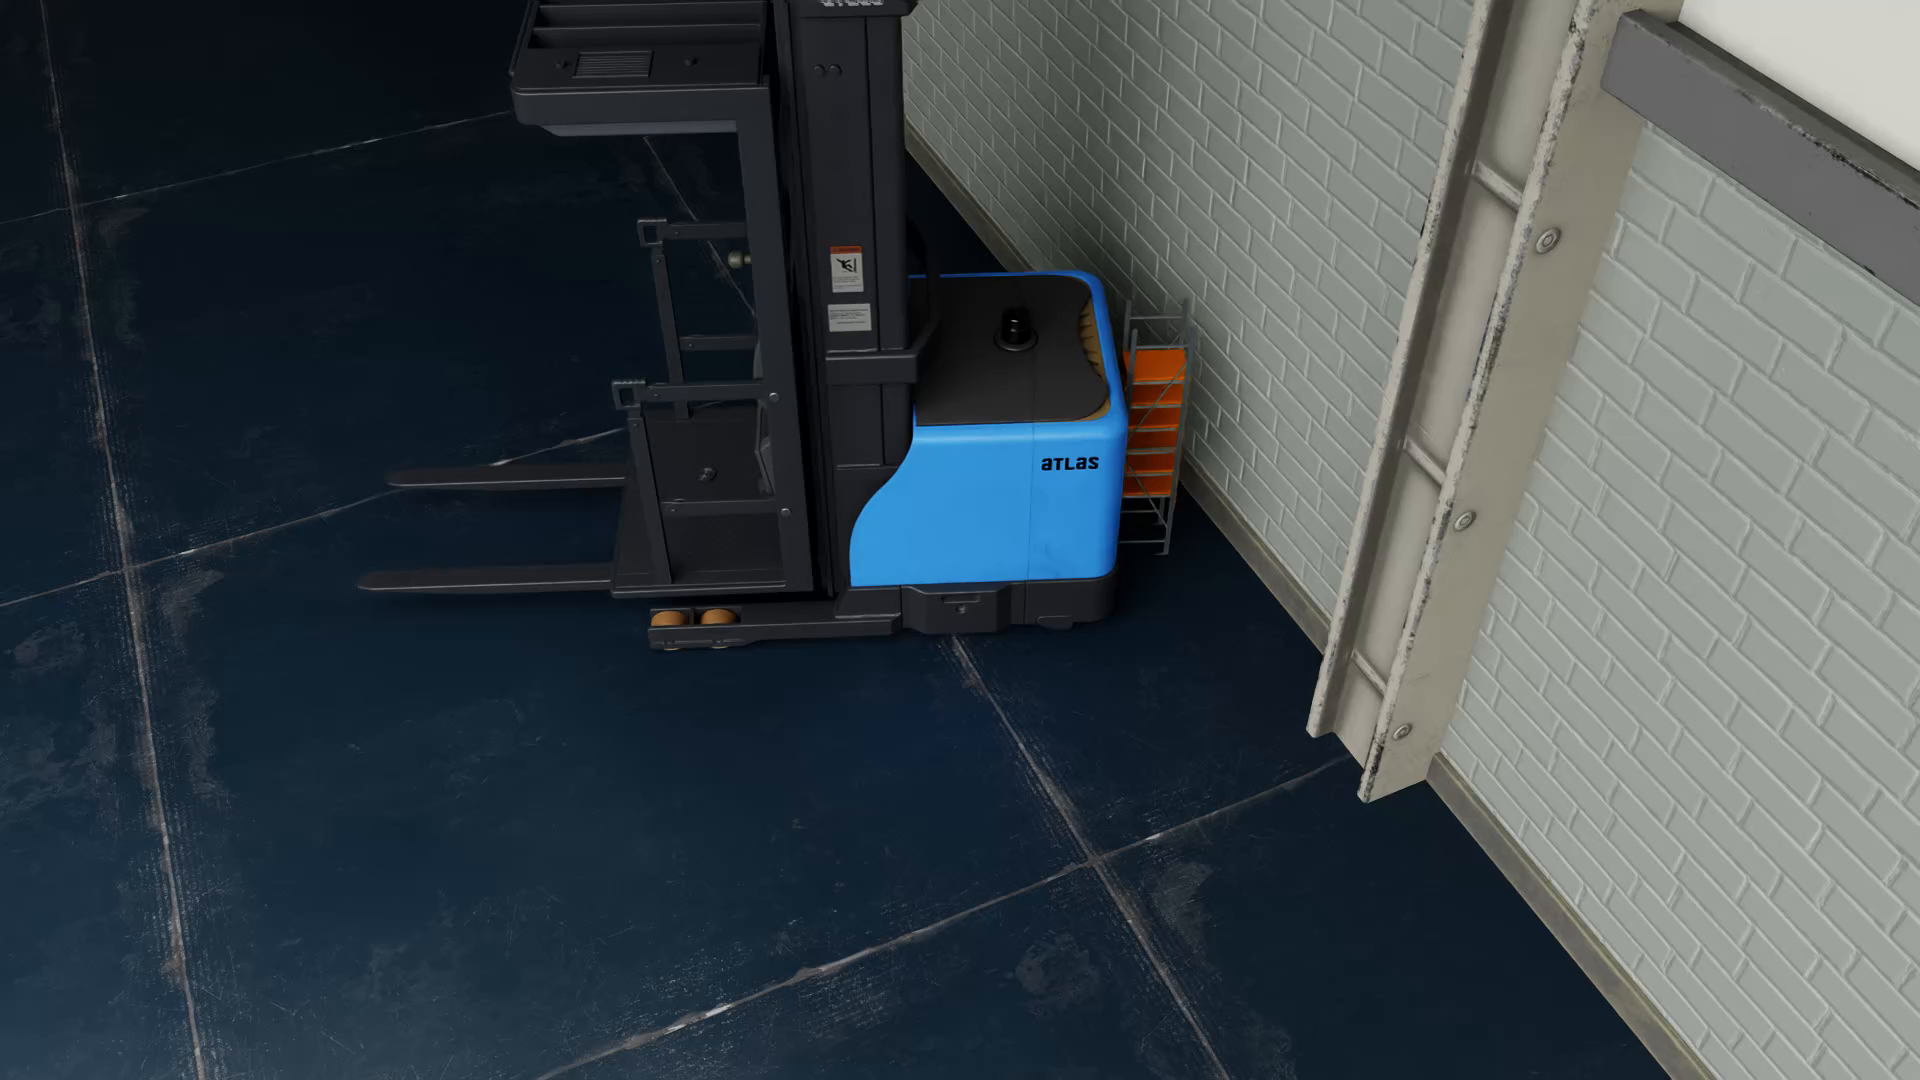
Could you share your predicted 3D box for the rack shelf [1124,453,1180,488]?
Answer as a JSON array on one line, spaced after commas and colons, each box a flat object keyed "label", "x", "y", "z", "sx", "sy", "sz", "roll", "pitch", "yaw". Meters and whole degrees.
[{"label": "rack shelf", "x": 0.759, "y": -0.309, "z": 6.812, "sx": 0.258, "sy": 0.103, "sz": 0.180, "roll": -2, "pitch": 45, "yaw": -2}]

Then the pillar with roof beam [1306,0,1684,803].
[{"label": "pillar with roof beam", "x": -2.357, "y": -1.130, "z": 1.858, "sx": 9.100, "sy": 9.000, "sz": 0.400, "roll": -18, "pitch": 47, "yaw": -17}]

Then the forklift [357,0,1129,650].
[{"label": "forklift", "x": -0.902, "y": -0.984, "z": 6.029, "sx": 3.031, "sy": 2.935, "sz": 1.130, "roll": -2, "pitch": 45, "yaw": -2}]

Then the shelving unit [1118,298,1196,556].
[{"label": "shelving unit", "x": 0.759, "y": -0.426, "z": 6.696, "sx": 0.258, "sy": 1.200, "sz": 0.189, "roll": -2, "pitch": 45, "yaw": -2}]

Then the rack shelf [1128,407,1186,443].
[{"label": "rack shelf", "x": 0.759, "y": -0.480, "z": 6.643, "sx": 0.258, "sy": 0.103, "sz": 0.180, "roll": -2, "pitch": 45, "yaw": -2}]

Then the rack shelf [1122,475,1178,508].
[{"label": "rack shelf", "x": 0.759, "y": -0.224, "z": 6.896, "sx": 0.258, "sy": 0.103, "sz": 0.180, "roll": -2, "pitch": 45, "yaw": -2}]

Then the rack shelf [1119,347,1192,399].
[{"label": "rack shelf", "x": 0.759, "y": -0.651, "z": 6.475, "sx": 0.258, "sy": 0.103, "sz": 0.180, "roll": -2, "pitch": 45, "yaw": -2}]

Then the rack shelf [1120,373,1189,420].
[{"label": "rack shelf", "x": 0.759, "y": -0.566, "z": 6.559, "sx": 0.258, "sy": 0.103, "sz": 0.180, "roll": -2, "pitch": 45, "yaw": -2}]

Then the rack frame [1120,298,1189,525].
[{"label": "rack frame", "x": 0.754, "y": -0.491, "z": 6.762, "sx": 0.240, "sy": 1.200, "sz": 0.006, "roll": -2, "pitch": 45, "yaw": -2}]

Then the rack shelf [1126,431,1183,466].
[{"label": "rack shelf", "x": 0.759, "y": -0.395, "z": 6.728, "sx": 0.258, "sy": 0.103, "sz": 0.180, "roll": -2, "pitch": 45, "yaw": -2}]

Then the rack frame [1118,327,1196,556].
[{"label": "rack frame", "x": 0.763, "y": -0.362, "z": 6.631, "sx": 0.240, "sy": 1.200, "sz": 0.006, "roll": -2, "pitch": 45, "yaw": -2}]
